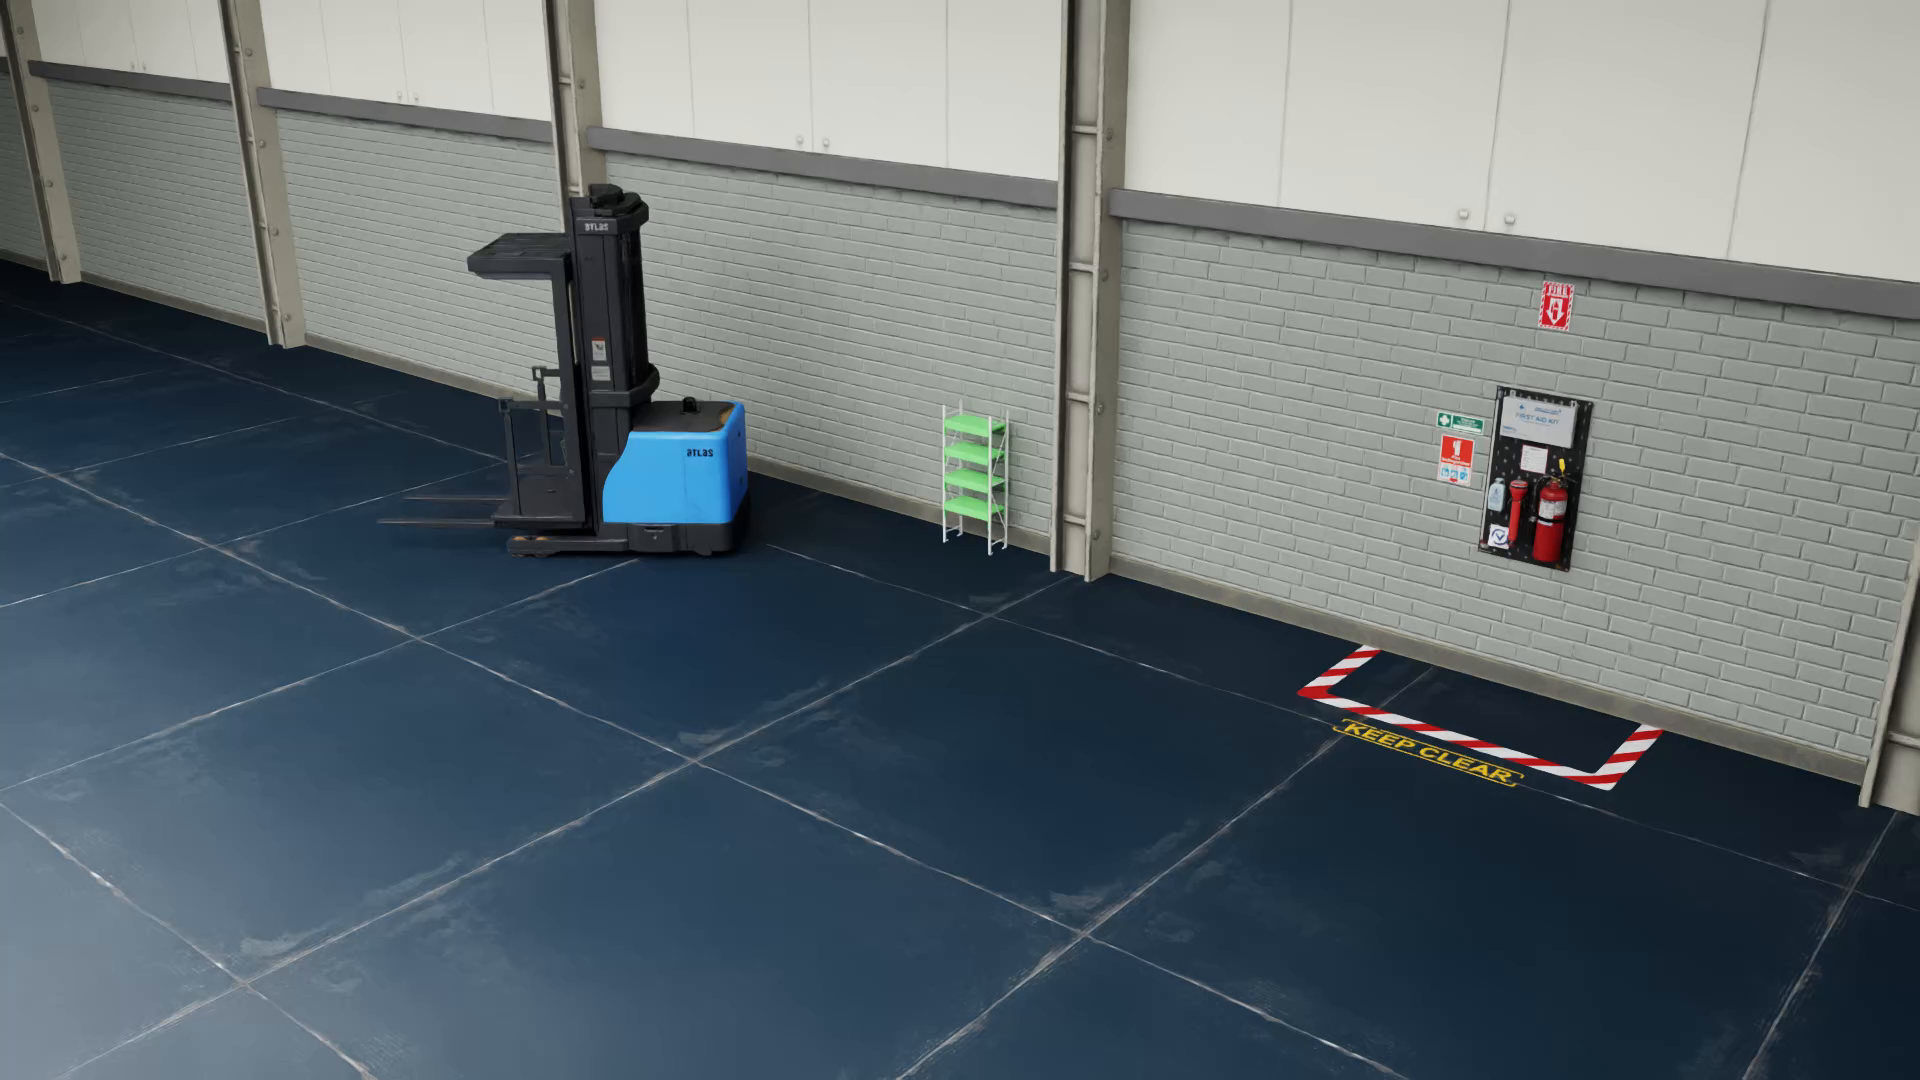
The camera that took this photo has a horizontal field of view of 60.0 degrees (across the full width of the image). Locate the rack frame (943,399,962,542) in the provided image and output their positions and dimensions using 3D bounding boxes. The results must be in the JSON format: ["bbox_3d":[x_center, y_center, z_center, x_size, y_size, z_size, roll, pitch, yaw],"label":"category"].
[{"bbox_3d":[-0.061,-0.579,14.003,0.015,1.200,0.240,16,26,36],"label":"rack frame"}]

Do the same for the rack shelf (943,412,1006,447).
[{"bbox_3d":[0.128,-0.914,13.712,0.480,0.148,0.258,16,26,36],"label":"rack shelf"}]

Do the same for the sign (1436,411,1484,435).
[{"bbox_3d":[3.370,-0.788,11.205,0.331,0.109,0.001,16,26,36],"label":"sign"}]

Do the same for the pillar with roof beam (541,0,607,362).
[{"bbox_3d":[-6.393,-4.121,12.343,0.400,9.000,9.100,16,26,36],"label":"pillar with roof beam"}]

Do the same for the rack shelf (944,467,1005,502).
[{"bbox_3d":[0.128,-0.465,13.881,0.480,0.148,0.258,16,26,36],"label":"rack shelf"}]

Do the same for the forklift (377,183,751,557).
[{"bbox_3d":[-3.364,-1.413,13.761,3.031,2.935,1.130,1,21,2],"label":"forklift"}]

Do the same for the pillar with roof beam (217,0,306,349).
[{"bbox_3d":[-11.042,-5.460,15.893,0.400,9.000,9.100,16,26,36],"label":"pillar with roof beam"}]

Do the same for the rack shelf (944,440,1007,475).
[{"bbox_3d":[0.128,-0.689,13.796,0.480,0.148,0.258,16,26,36],"label":"rack shelf"}]

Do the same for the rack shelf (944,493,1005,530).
[{"bbox_3d":[0.128,-0.240,13.966,0.480,0.148,0.258,16,26,36],"label":"rack shelf"}]

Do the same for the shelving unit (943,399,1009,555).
[{"bbox_3d":[0.128,-0.524,13.859,0.503,1.200,0.258,16,26,36],"label":"shelving unit"}]

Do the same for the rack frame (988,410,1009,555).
[{"bbox_3d":[0.317,-0.470,13.714,0.015,1.200,0.240,16,26,36],"label":"rack frame"}]

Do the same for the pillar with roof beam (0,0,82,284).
[{"bbox_3d":[-15.690,-6.798,19.442,0.400,9.000,9.100,16,26,36],"label":"pillar with roof beam"}]

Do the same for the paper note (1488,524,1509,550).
[{"bbox_3d":[3.642,-0.021,11.222,0.142,0.148,0.016,16,26,36],"label":"paper note"}]

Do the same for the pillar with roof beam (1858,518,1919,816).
[{"bbox_3d":[2.903,-1.444,5.243,0.400,9.000,9.100,16,26,36],"label":"pillar with roof beam"}]

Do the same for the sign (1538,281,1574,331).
[{"bbox_3d":[3.792,-1.489,10.580,0.199,0.298,0.001,16,26,36],"label":"sign"}]

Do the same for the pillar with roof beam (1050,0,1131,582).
[{"bbox_3d":[-1.745,-2.782,8.793,0.400,9.000,9.100,16,26,36],"label":"pillar with roof beam"}]

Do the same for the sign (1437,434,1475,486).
[{"bbox_3d":[3.372,-0.544,11.308,0.234,0.329,0.001,16,26,36],"label":"sign"}]

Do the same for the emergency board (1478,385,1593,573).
[{"bbox_3d":[3.735,-0.375,10.912,0.643,1.169,0.194,16,26,36],"label":"emergency board"}]
